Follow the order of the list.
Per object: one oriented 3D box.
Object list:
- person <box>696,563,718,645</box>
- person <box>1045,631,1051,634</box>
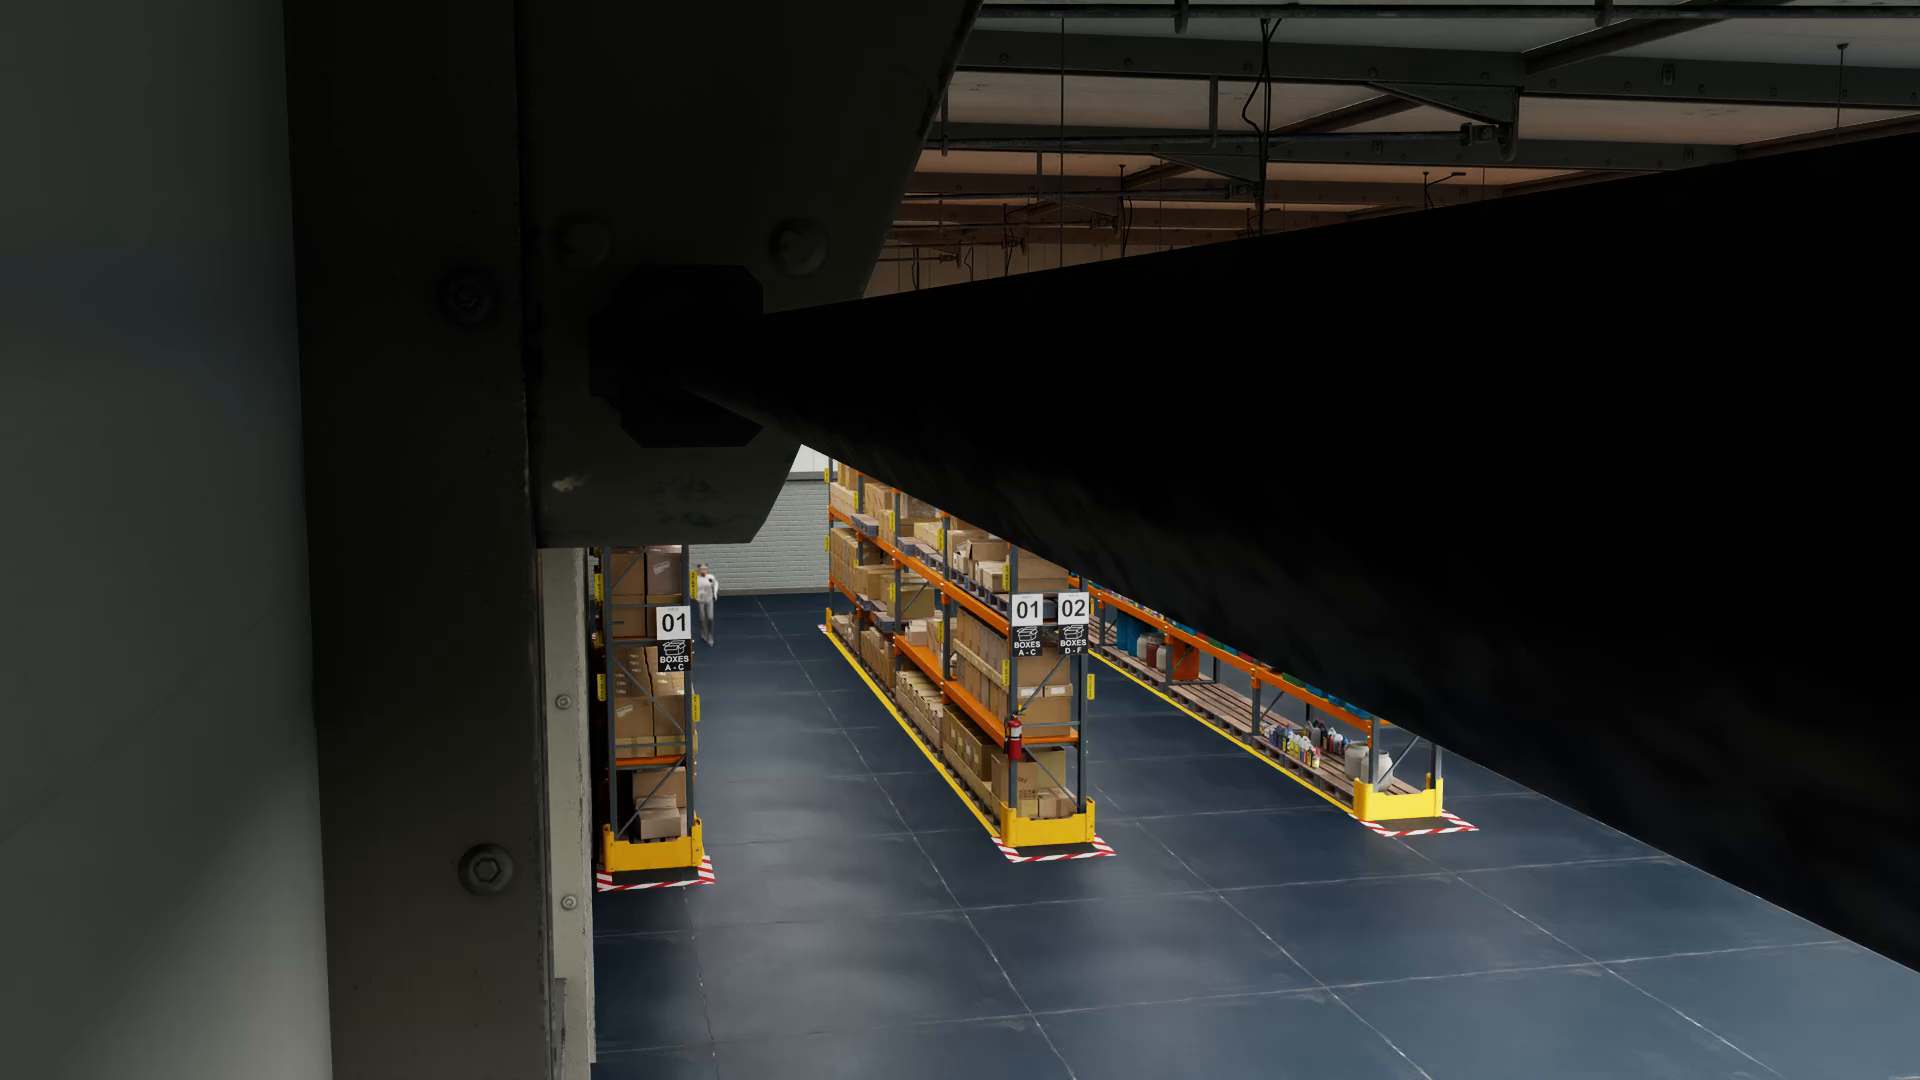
[{"bbox_3d":[-5.391,1.332,35.075,0.602,1.736,0.725,-2,7,-13],"label":"person"},{"bbox_3d":[1.781,1.521,34.004,0.645,1.495,1.134,1,7,7],"label":"person"}]
